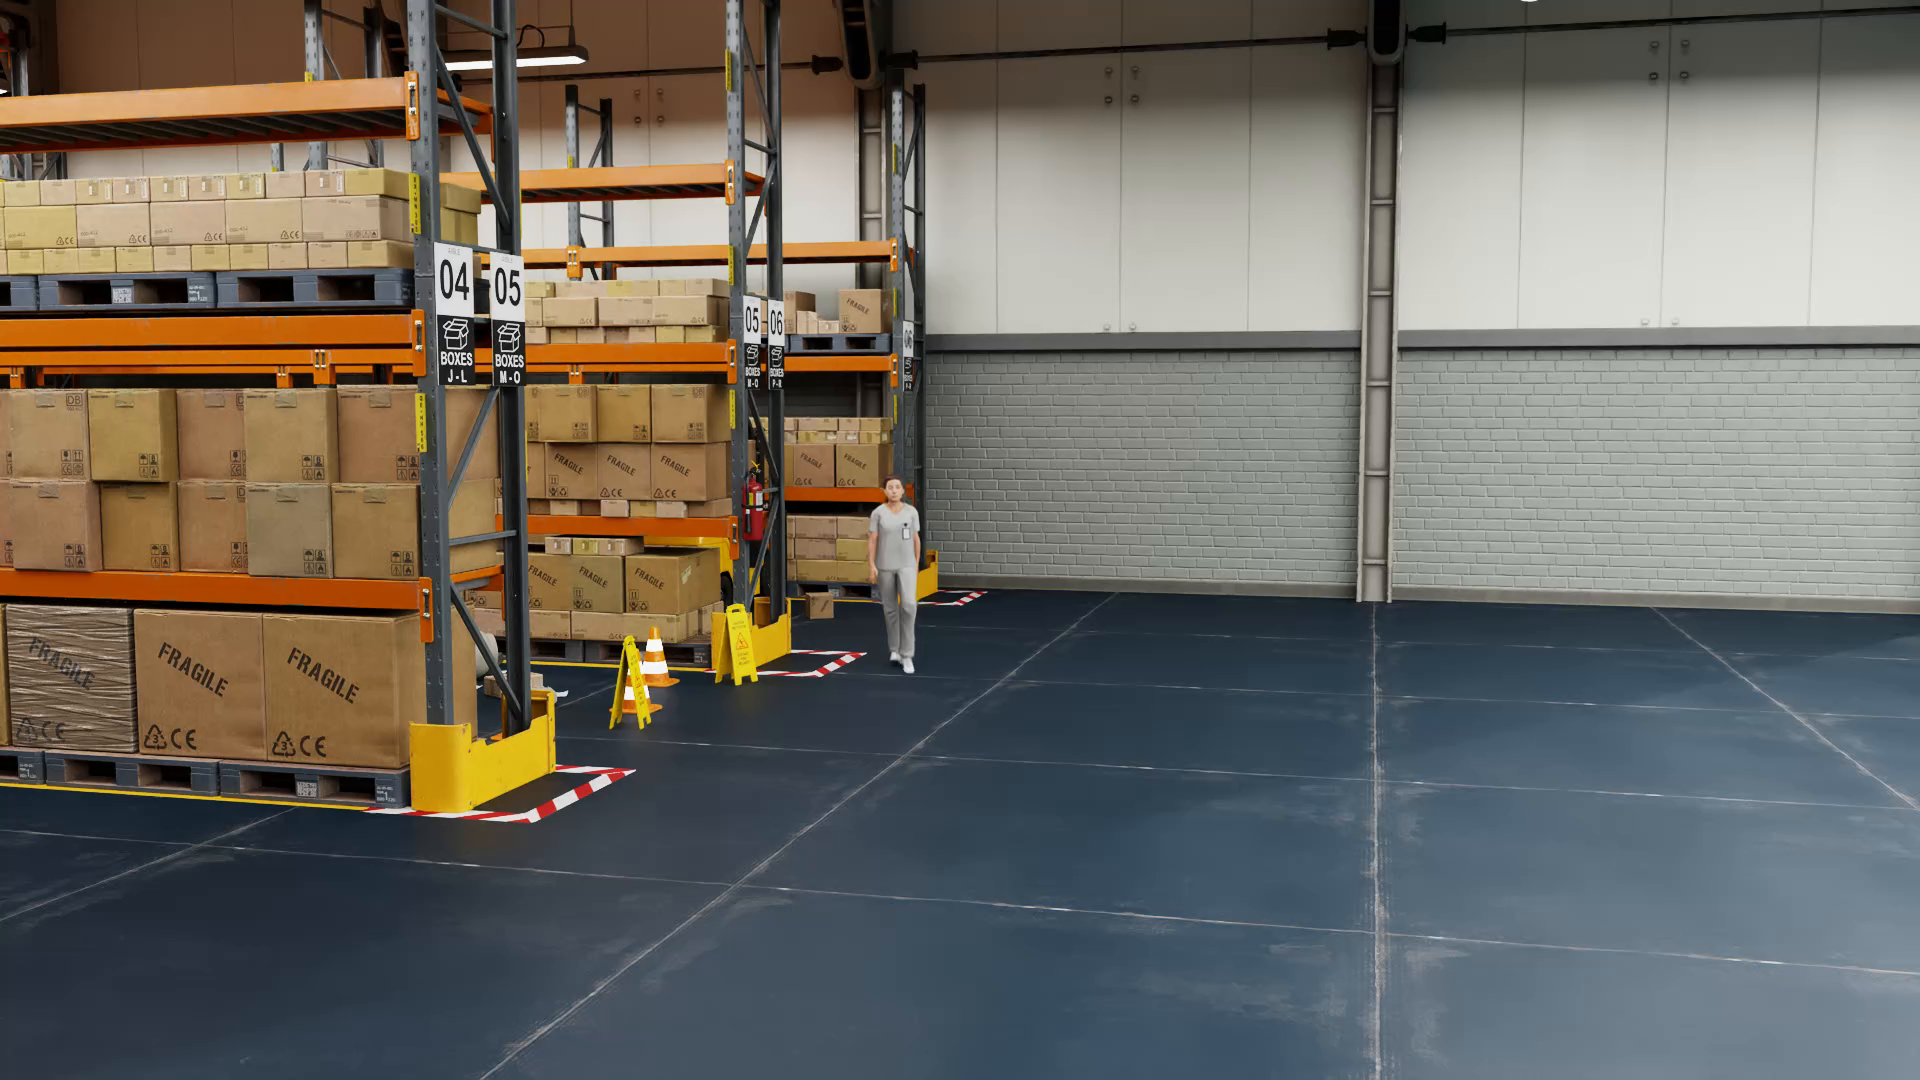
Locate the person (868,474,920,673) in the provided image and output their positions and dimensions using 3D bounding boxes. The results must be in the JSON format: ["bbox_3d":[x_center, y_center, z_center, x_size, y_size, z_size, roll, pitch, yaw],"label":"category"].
[{"bbox_3d":[-0.570,0.289,14.387,0.455,1.719,0.664,0,5,-2],"label":"person"}]
